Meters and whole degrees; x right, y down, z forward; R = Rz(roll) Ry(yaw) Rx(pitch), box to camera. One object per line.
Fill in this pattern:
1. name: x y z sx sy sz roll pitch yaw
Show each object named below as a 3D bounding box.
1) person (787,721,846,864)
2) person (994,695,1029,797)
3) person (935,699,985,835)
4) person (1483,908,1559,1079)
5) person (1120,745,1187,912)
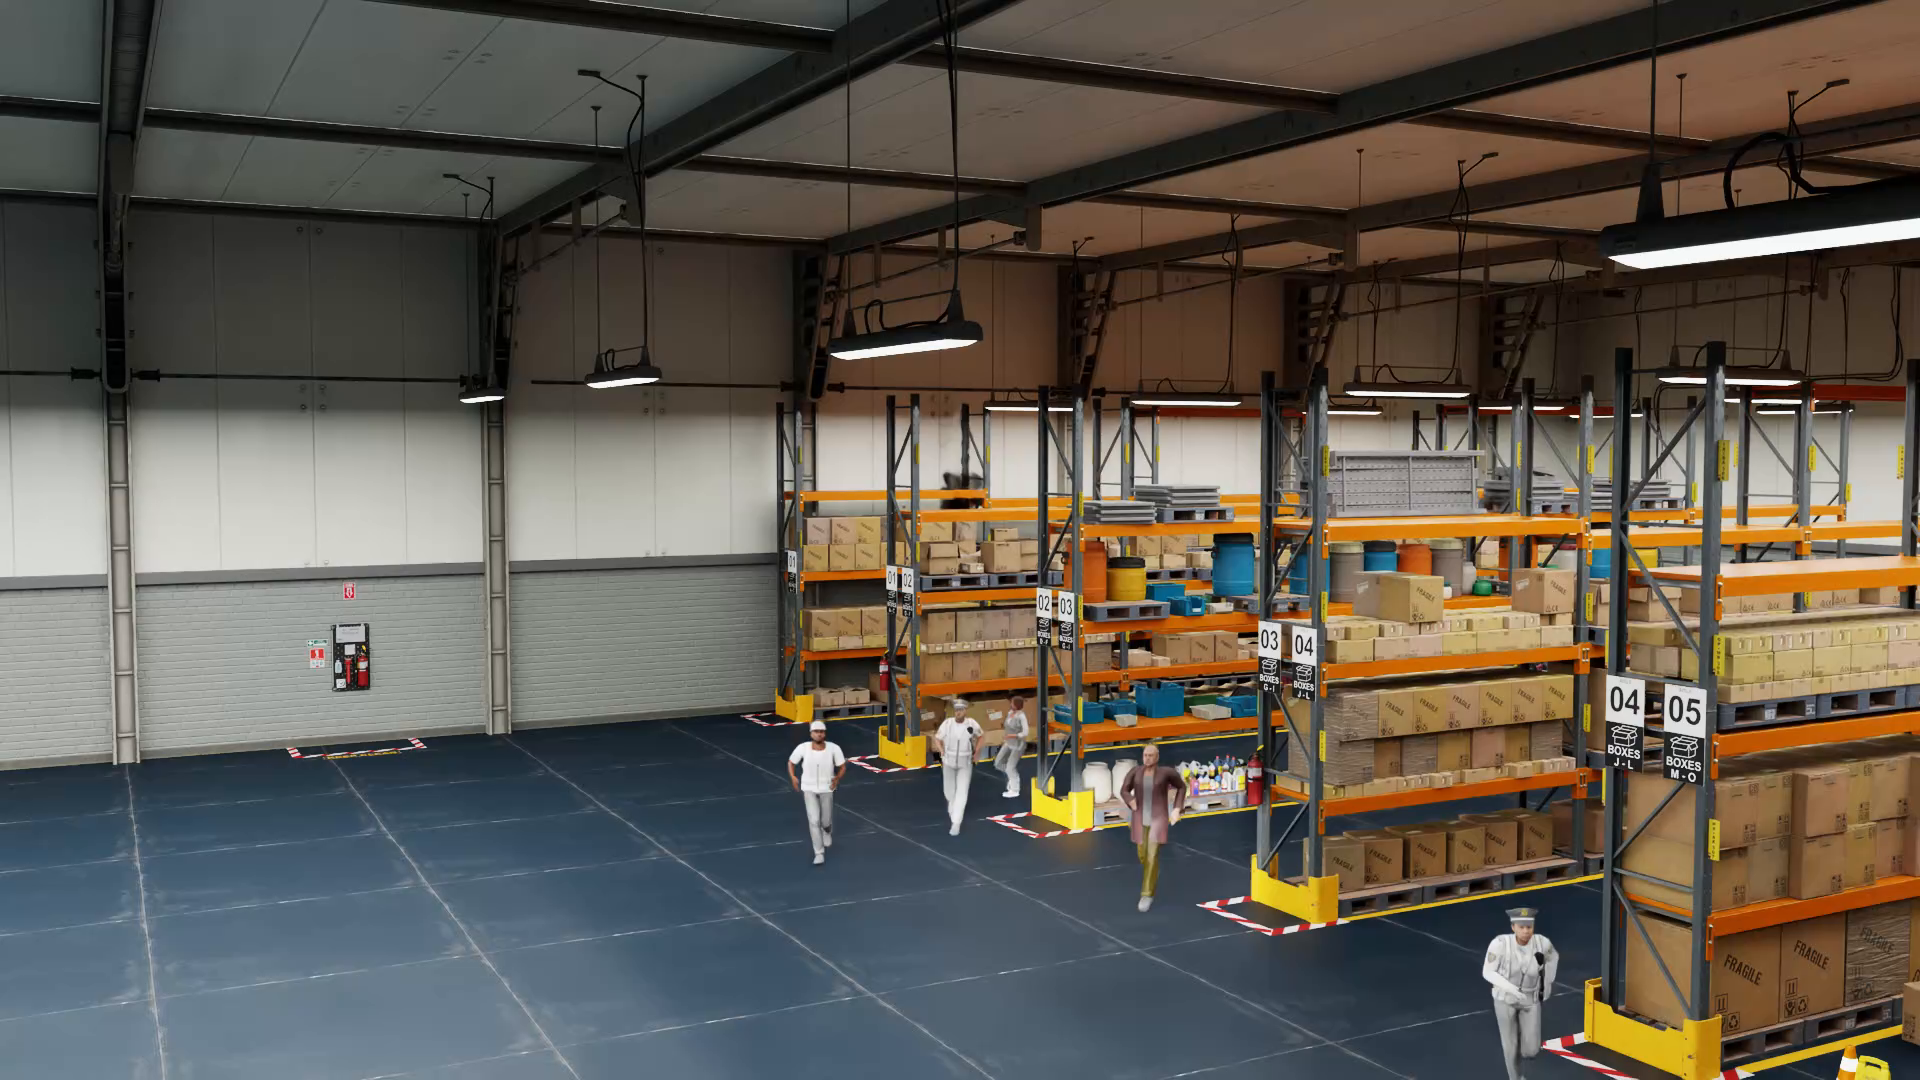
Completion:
1. person: -1.787 3.123 20.783 0.732 1.737 0.810 0 3 -6
2. person: 0.779 3.030 24.357 0.471 1.532 0.570 -2 4 -35
3. person: -0.008 3.023 22.493 0.666 1.792 0.910 0 3 5
4. person: 4.384 3.621 12.981 0.596 1.625 0.664 1 3 11
5. person: 2.166 3.203 18.811 0.732 1.801 0.950 1 4 24
